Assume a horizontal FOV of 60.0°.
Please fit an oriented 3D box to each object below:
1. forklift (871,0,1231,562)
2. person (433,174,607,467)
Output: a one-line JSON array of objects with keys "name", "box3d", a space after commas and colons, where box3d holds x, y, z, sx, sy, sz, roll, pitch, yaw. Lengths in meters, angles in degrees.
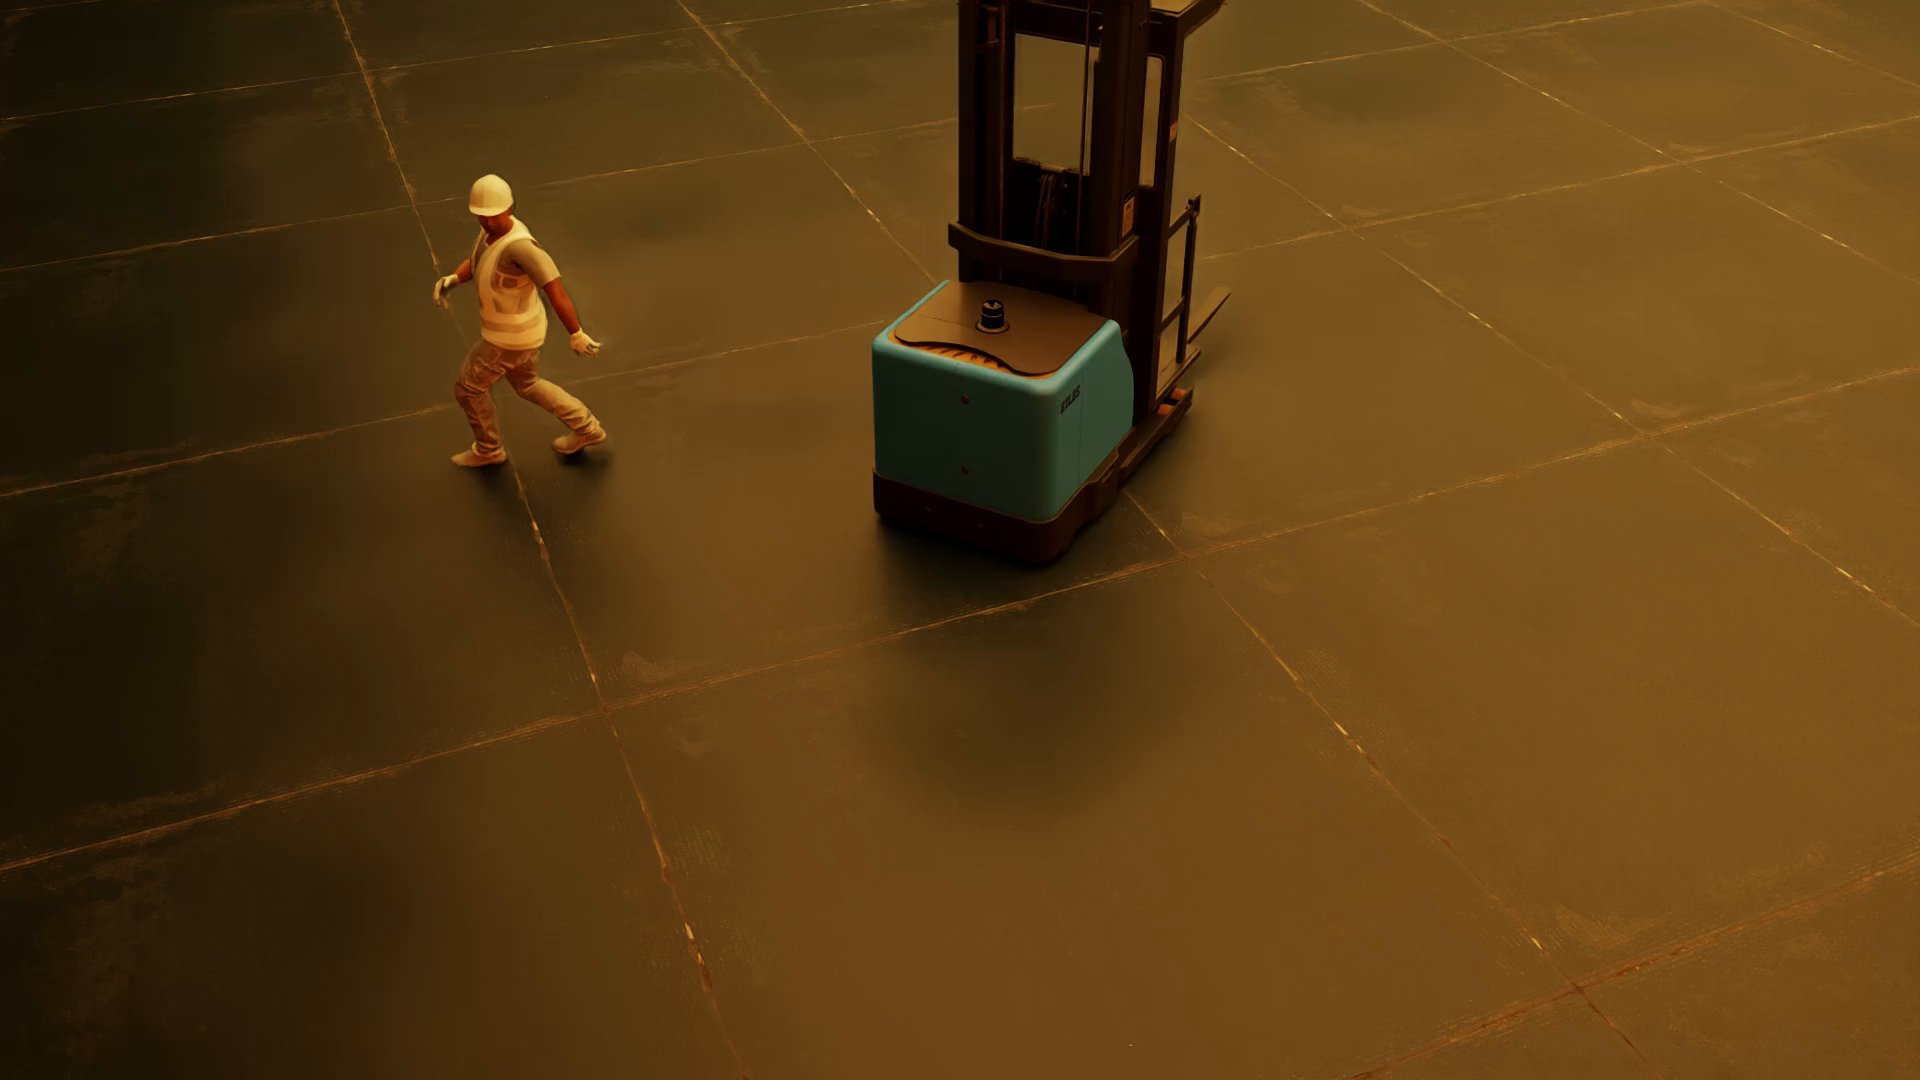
[{"name": "forklift", "box3d": [0.691, -1.917, 8.795, 1.130, 2.935, 3.031, 17, 39, 23]}, {"name": "person", "box3d": [-2.359, -1.124, 8.778, 0.944, 1.698, 0.583, -3, 36, -4]}]
